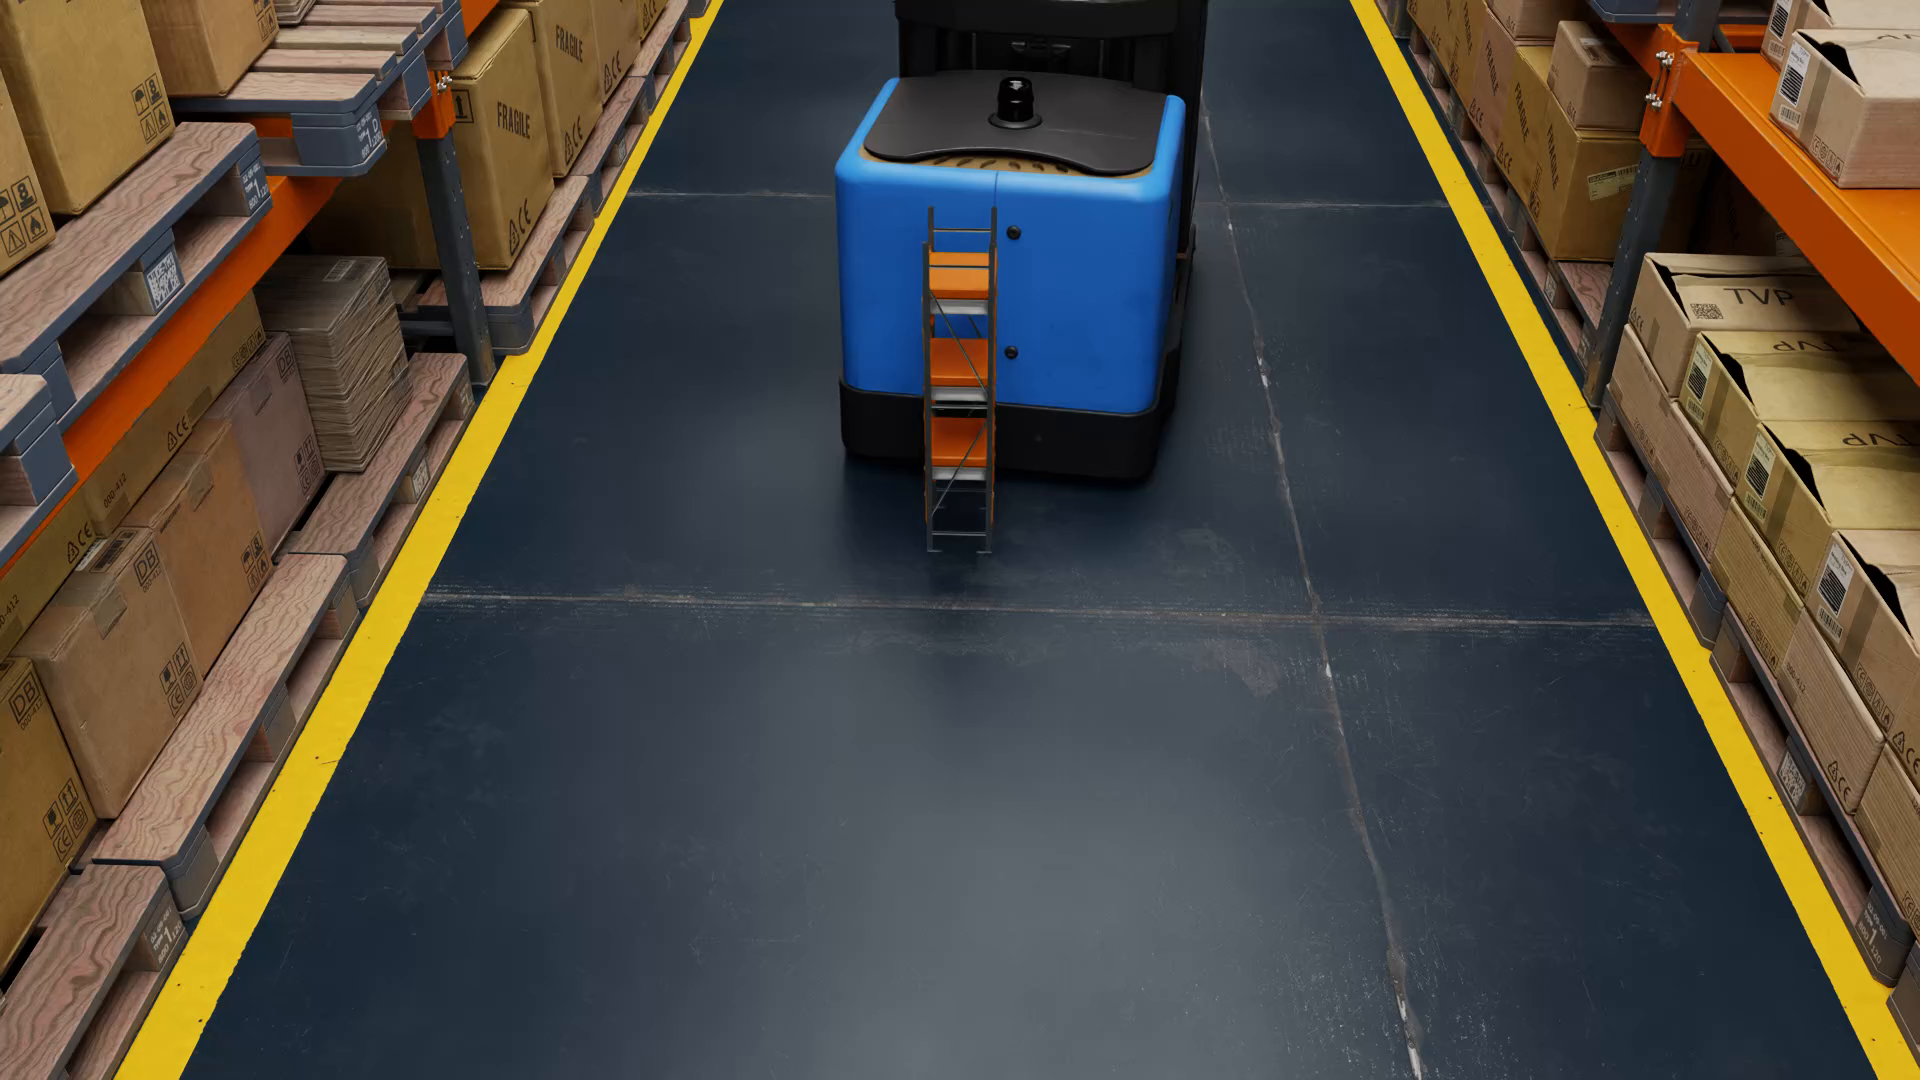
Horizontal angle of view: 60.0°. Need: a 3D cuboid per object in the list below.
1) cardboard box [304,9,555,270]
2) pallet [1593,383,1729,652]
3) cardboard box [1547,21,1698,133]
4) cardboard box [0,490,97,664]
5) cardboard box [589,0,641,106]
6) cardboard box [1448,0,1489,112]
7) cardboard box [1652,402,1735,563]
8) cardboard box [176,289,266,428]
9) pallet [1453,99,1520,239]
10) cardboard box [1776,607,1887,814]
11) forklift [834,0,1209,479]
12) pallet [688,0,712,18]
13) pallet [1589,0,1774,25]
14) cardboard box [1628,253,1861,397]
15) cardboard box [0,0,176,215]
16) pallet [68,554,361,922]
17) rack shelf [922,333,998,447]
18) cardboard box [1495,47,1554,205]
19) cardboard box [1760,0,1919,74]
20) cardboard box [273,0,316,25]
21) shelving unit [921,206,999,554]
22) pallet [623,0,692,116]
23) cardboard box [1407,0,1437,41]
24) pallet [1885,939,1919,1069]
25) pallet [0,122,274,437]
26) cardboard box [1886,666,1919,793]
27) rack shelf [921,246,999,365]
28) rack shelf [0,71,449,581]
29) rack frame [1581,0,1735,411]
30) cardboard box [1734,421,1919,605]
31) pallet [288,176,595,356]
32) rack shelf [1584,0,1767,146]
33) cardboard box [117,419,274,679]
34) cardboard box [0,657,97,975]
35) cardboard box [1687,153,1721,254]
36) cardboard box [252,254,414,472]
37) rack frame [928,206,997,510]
[{"bbox_3d":[-2.049,-1.535,6.329,0.750,0.750,0.750,1,35,1],"label":"cardboard box"},{"bbox_3d":[2.668,-0.098,5.206,1.003,0.211,1.213,1,35,2],"label":"pallet"},{"bbox_3d":[2.541,-1.750,6.271,0.500,0.250,0.500,3,35,4],"label":"cardboard box"},{"bbox_3d":[-2.326,0.036,3.730,0.500,0.250,0.500,0,35,1],"label":"cardboard box"},{"bbox_3d":[-1.978,-2.526,7.740,0.750,0.750,0.750,2,35,3],"label":"cardboard box"},{"bbox_3d":[2.600,-2.300,7.706,0.500,0.500,0.500,2,35,2],"label":"cardboard box"},{"bbox_3d":[2.406,-0.175,4.916,0.500,0.250,0.500,0,35,1],"label":"cardboard box"},{"bbox_3d":[-2.272,-0.546,4.558,0.500,0.250,0.500,2,35,3],"label":"cardboard box"},{"bbox_3d":[2.860,-1.697,7.481,1.003,0.211,1.213,1,35,2],"label":"pallet"},{"bbox_3d":[2.370,0.419,4.071,0.500,0.250,0.500,2,35,3],"label":"cardboard box"},{"bbox_3d":[0.367,-2.237,5.885,1.130,2.935,3.031,6,36,8],"label":"forklift"},{"bbox_3d":[-1.940,-3.415,9.926,1.003,0.211,1.213,1,35,2],"label":"pallet"},{"bbox_3d":[2.697,-2.023,5.687,1.213,0.211,1.003,1,35,2],"label":"pallet"},{"bbox_3d":[2.426,-0.693,5.166,0.500,0.311,0.500,2,35,3],"label":"cardboard box"},{"bbox_3d":[-2.247,-1.057,3.676,0.700,0.500,0.500,1,35,2],"label":"cardboard box"},{"bbox_3d":[-2.294,0.466,4.403,1.003,0.211,1.213,1,35,2],"label":"pallet"},{"bbox_3d":[0.002,-0.452,4.998,0.215,0.259,0.240,1,35,2],"label":"rack shelf"},{"bbox_3d":[2.564,-1.708,6.863,0.500,0.500,0.500,0,35,0],"label":"cardboard box"},{"bbox_3d":[2.682,-1.466,4.805,0.500,0.311,0.500,3,35,5],"label":"cardboard box"},{"bbox_3d":[-2.219,-1.774,4.695,0.700,0.500,0.500,-3,35,-4],"label":"cardboard box"},{"bbox_3d":[0.002,-0.460,4.992,0.215,1.050,0.252,1,35,2],"label":"shelving unit"},{"bbox_3d":[-2.005,-2.535,8.674,1.003,0.211,1.213,1,35,2],"label":"pallet"},{"bbox_3d":[2.638,-2.894,8.550,0.500,0.500,0.500,0,35,0],"label":"cardboard box"},{"bbox_3d":[2.570,1.304,3.211,1.003,0.211,1.213,1,35,2],"label":"pallet"},{"bbox_3d":[-2.248,-0.606,3.671,1.003,0.211,1.213,1,35,2],"label":"pallet"},{"bbox_3d":[2.346,0.486,3.488,0.500,0.311,0.500,1,35,2],"label":"cardboard box"},{"bbox_3d":[0.002,-0.684,4.835,0.215,0.259,0.240,1,35,2],"label":"rack shelf"},{"bbox_3d":[-2.290,-0.380,3.807,1.077,0.370,4.000,1,35,2],"label":"rack shelf"},{"bbox_3d":[2.740,-1.711,5.075,1.000,3.000,0.127,1,35,2],"label":"rack frame"},{"bbox_3d":[2.390,-0.098,4.319,0.500,0.311,0.500,0,35,1],"label":"cardboard box"},{"bbox_3d":[-2.103,-1.133,6.679,1.003,0.211,1.213,1,35,2],"label":"pallet"},{"bbox_3d":[2.820,-2.565,6.917,1.077,0.370,4.000,1,35,2],"label":"rack shelf"},{"bbox_3d":[-2.315,0.014,4.413,0.700,0.500,0.500,1,35,2],"label":"cardboard box"},{"bbox_3d":[-2.387,0.597,3.584,0.700,0.500,0.500,1,35,1],"label":"cardboard box"},{"bbox_3d":[3.059,-1.424,6.459,0.500,0.500,0.500,0,35,0],"label":"cardboard box"},{"bbox_3d":[-2.187,-0.565,5.237,0.700,0.500,0.500,2,35,3],"label":"cardboard box"},{"bbox_3d":[0.007,-0.530,5.092,0.200,1.050,0.008,1,35,2],"label":"rack frame"}]
